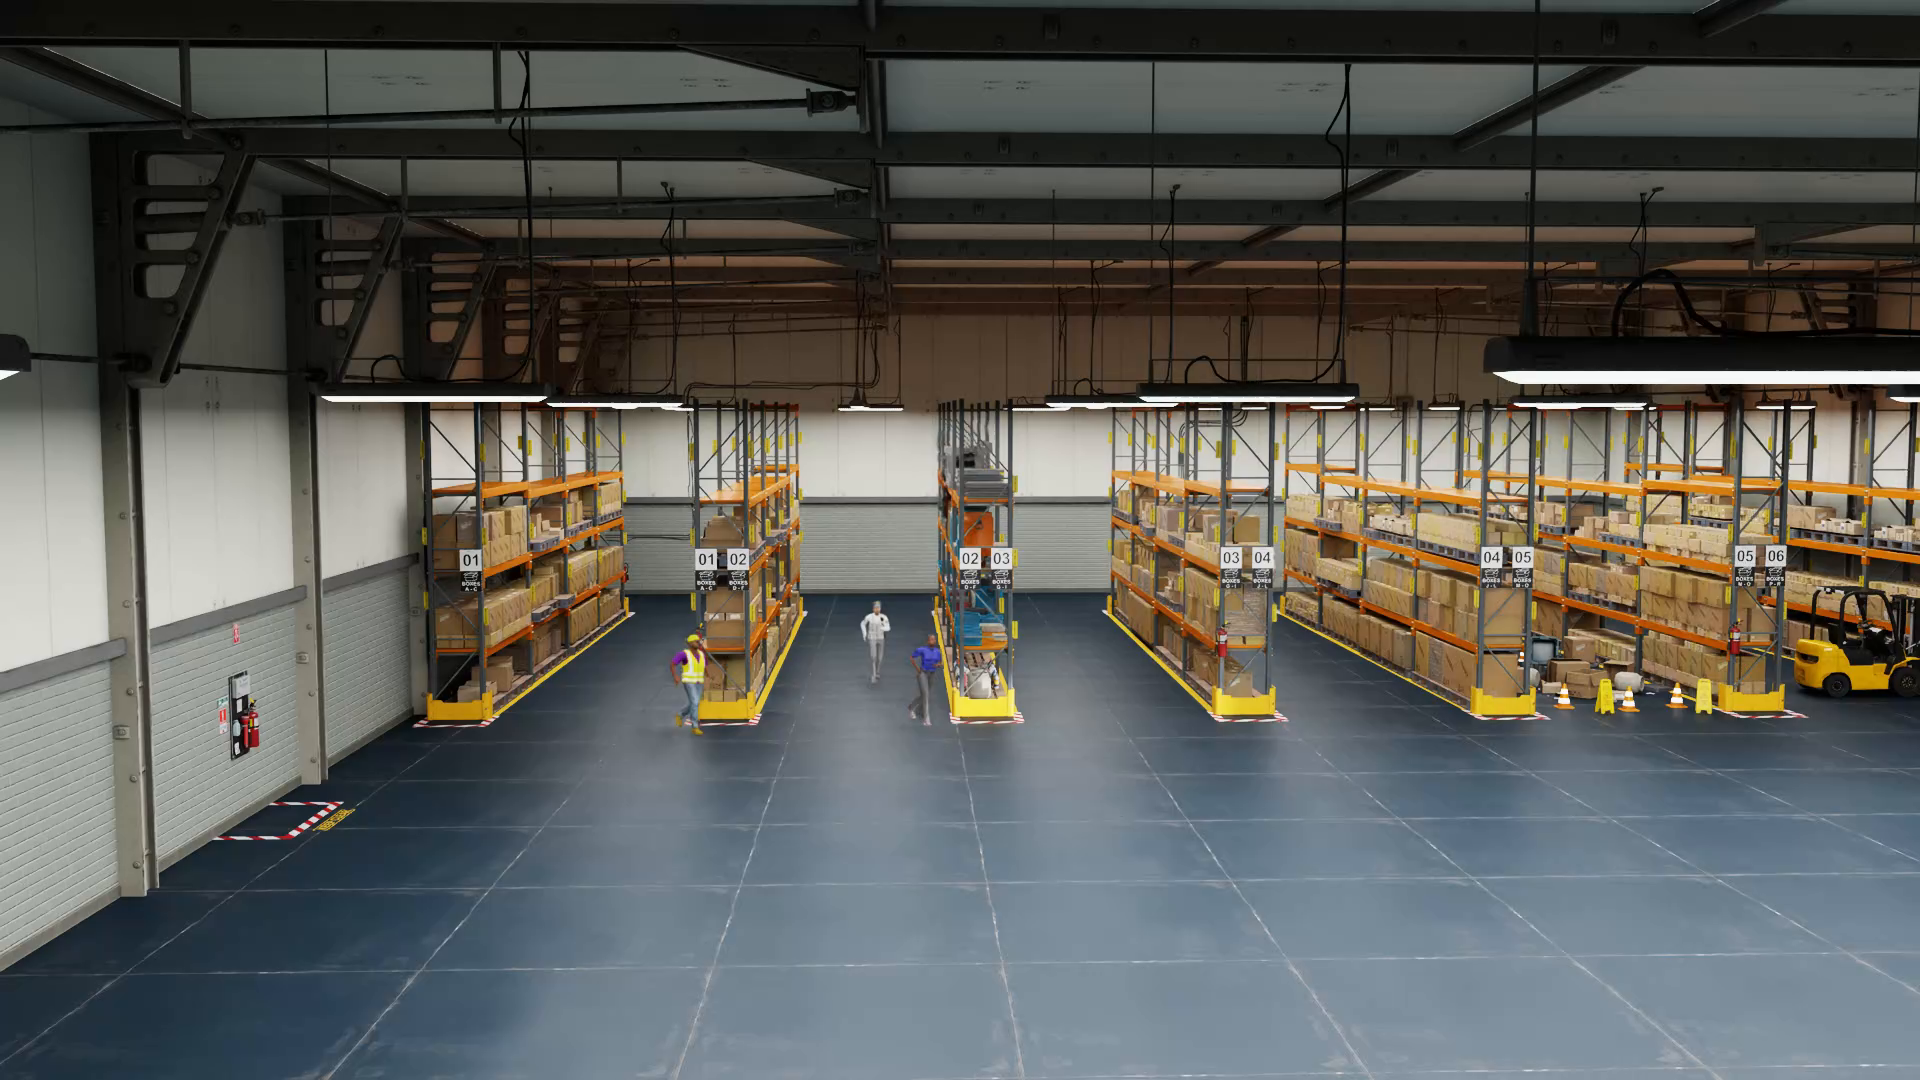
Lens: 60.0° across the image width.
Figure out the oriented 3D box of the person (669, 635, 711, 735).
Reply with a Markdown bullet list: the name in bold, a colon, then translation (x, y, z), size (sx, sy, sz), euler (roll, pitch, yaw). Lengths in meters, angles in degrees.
- **person**: translation (-4.801, 2.585, 29.958), size (0.822, 1.748, 0.750), euler (4, 6, 42)

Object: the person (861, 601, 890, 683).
- **person**: translation (-1.791, 2.177, 35.633), size (0.576, 1.749, 0.732), euler (-1, 4, -14)

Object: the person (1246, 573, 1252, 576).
- **person**: translation (8.379, 1.214, 48.089), size (0.636, 1.752, 0.708), euler (-4, 6, -45)

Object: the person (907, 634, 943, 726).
- **person**: translation (-0.618, 2.578, 30.921), size (0.594, 1.686, 0.847), euler (-3, 5, -36)
